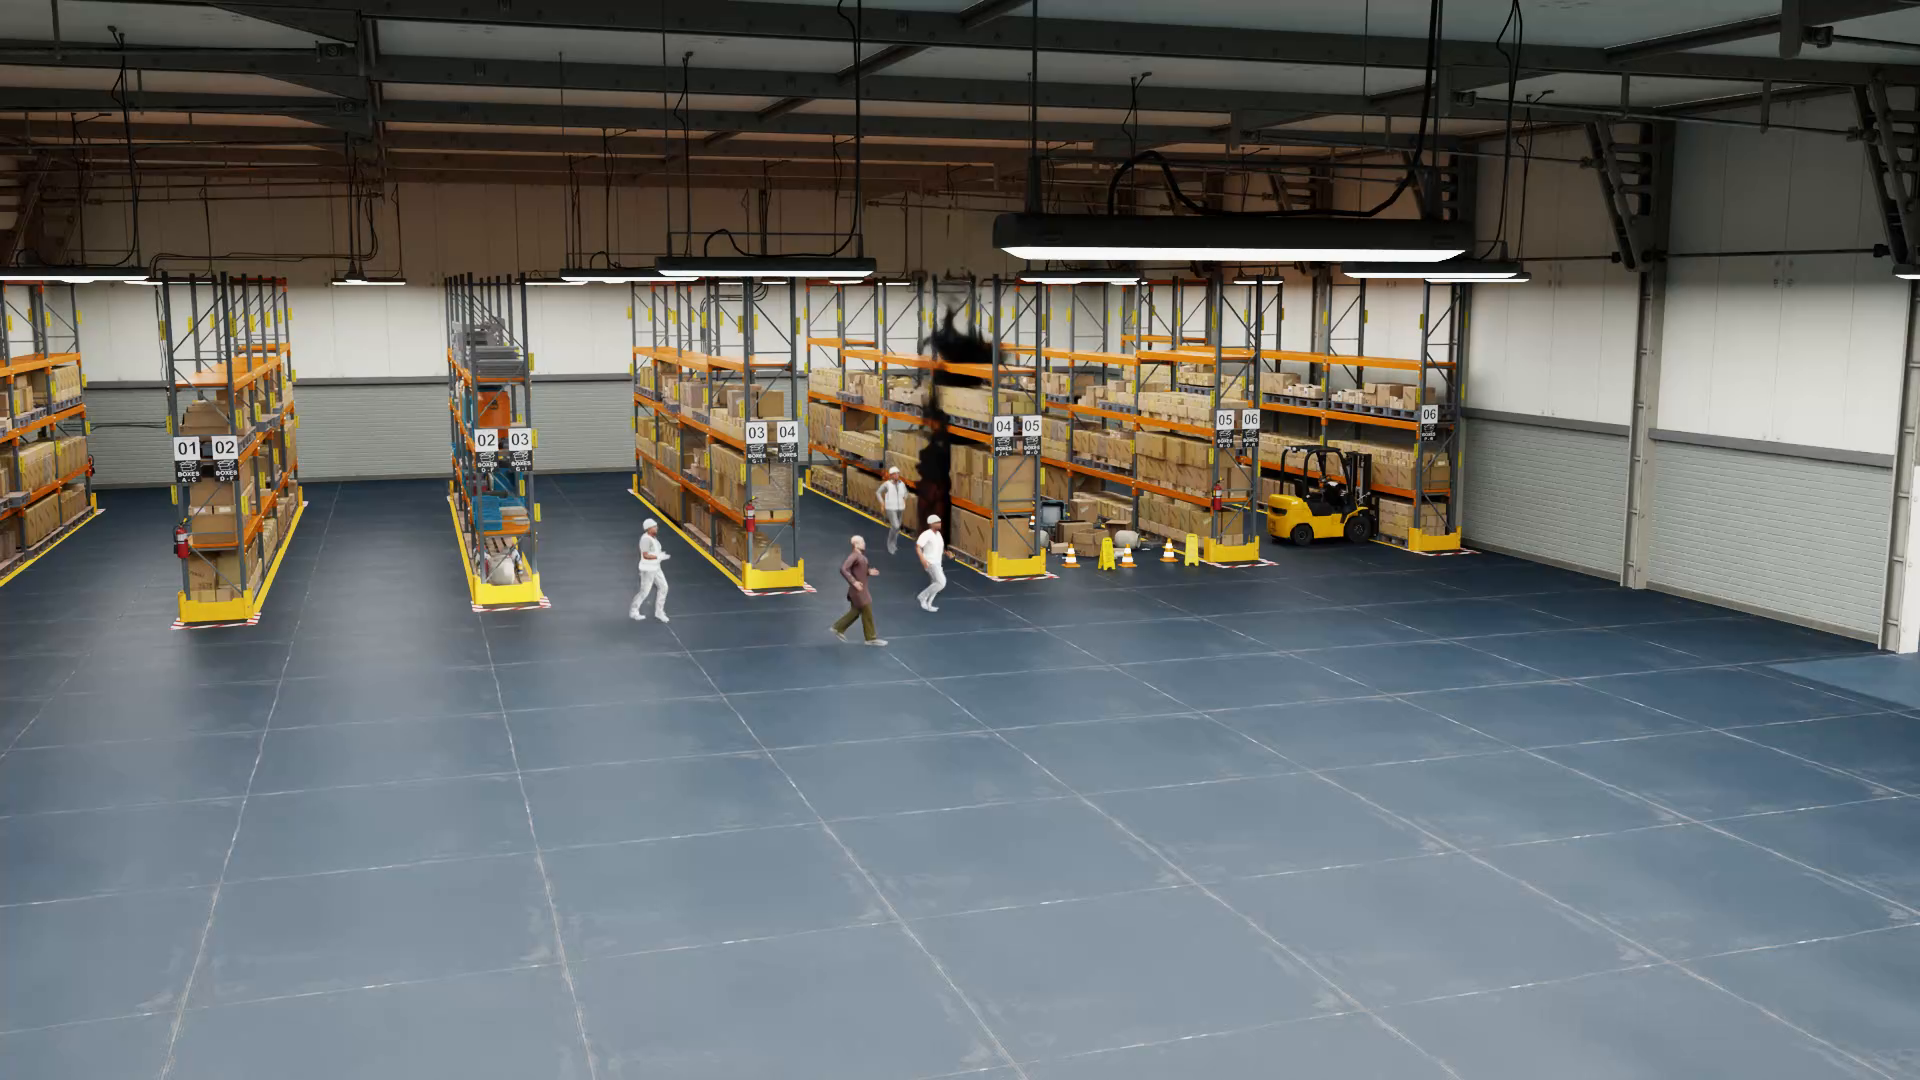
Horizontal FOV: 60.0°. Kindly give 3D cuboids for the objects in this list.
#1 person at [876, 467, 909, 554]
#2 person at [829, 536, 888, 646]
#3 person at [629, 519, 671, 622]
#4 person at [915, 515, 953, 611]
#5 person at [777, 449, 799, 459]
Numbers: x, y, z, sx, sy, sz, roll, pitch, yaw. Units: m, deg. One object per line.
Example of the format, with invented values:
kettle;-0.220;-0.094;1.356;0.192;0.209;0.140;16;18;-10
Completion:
person;-1.337;-0.607;34.435;0.639;1.811;0.667;-5;10;-31
person;-1.638;0.807;26.687;0.962;1.768;0.715;0;9;2
person;-5.336;0.549;28.598;0.790;1.838;0.661;1;9;9
person;-0.438;0.411;29.630;0.571;1.731;0.707;3;9;18
person;-4.730;-1.977;45.389;0.693;1.742;0.707;-3;9;-16
